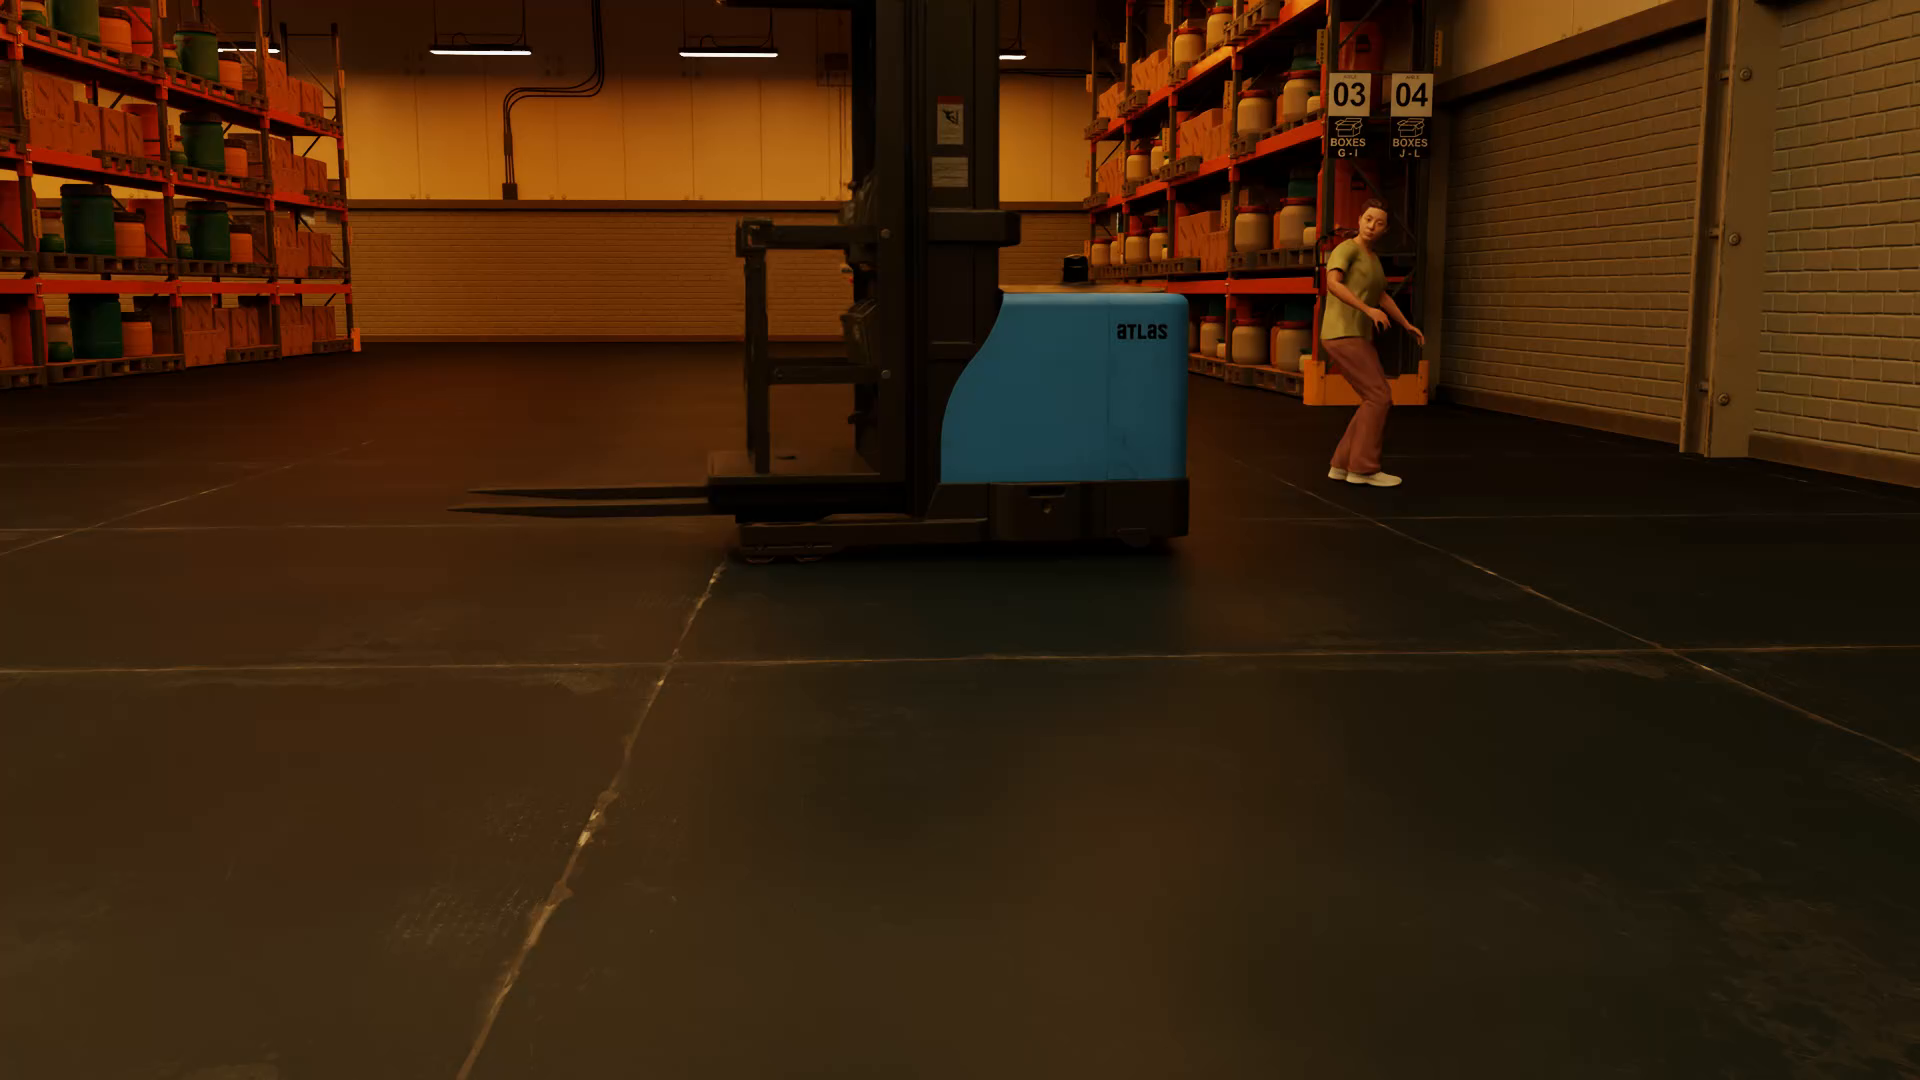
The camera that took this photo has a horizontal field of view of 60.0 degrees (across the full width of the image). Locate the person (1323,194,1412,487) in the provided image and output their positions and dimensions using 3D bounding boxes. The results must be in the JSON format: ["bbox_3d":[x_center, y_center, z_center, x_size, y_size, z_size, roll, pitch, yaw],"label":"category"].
[{"bbox_3d":[2.328,-1.123,9.392,0.473,1.628,0.664,5,10,32],"label":"person"}]

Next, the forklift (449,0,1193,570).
[{"bbox_3d":[-0.578,-1.419,6.888,3.031,2.935,1.130,-3,9,-19],"label":"forklift"}]
